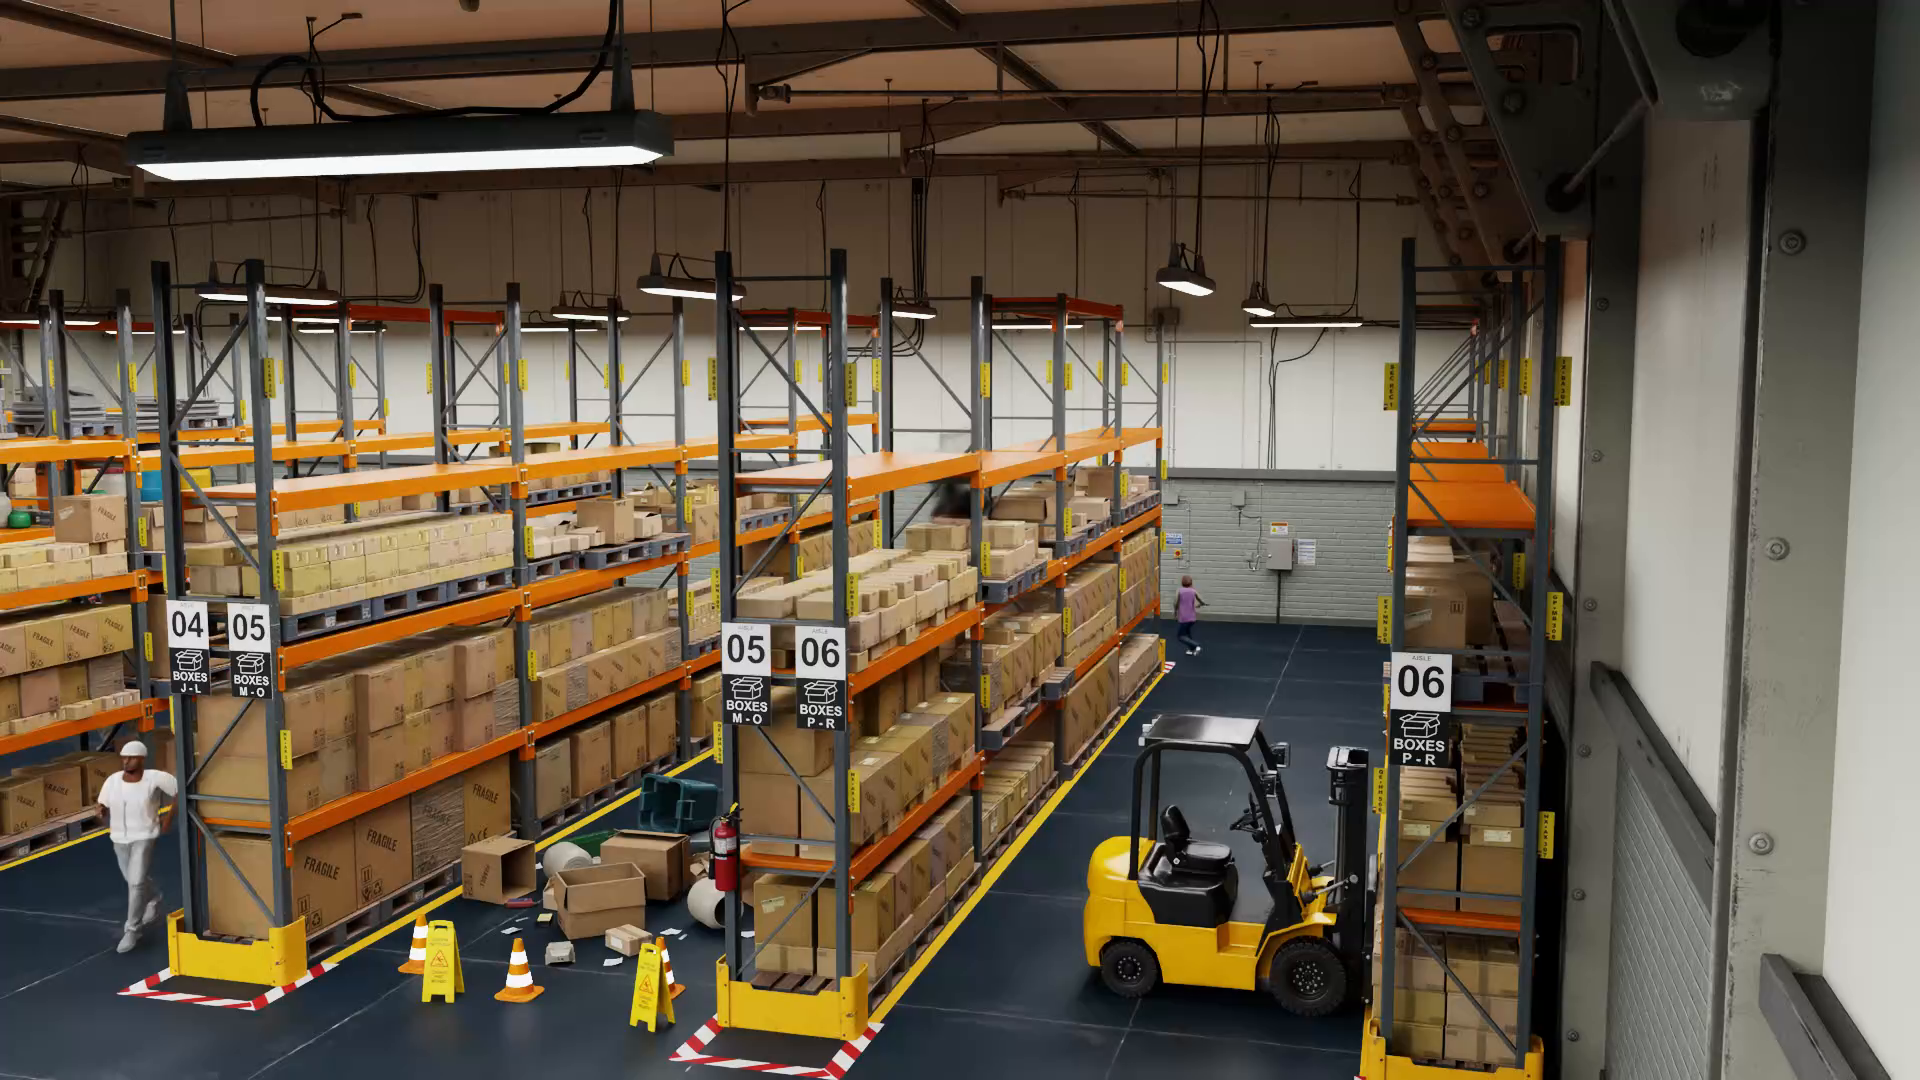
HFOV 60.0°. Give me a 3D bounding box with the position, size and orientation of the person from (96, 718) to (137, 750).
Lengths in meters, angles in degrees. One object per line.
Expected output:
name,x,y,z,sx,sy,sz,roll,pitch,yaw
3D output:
person,-11.424,1.943,22.367,0.661,1.720,0.625,1,6,12

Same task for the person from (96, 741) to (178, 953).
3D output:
person,-7.391,2.687,14.900,0.694,1.780,0.887,1,6,5

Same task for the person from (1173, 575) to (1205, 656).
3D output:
person,4.028,1.344,29.266,0.649,1.455,0.663,-3,7,-30
